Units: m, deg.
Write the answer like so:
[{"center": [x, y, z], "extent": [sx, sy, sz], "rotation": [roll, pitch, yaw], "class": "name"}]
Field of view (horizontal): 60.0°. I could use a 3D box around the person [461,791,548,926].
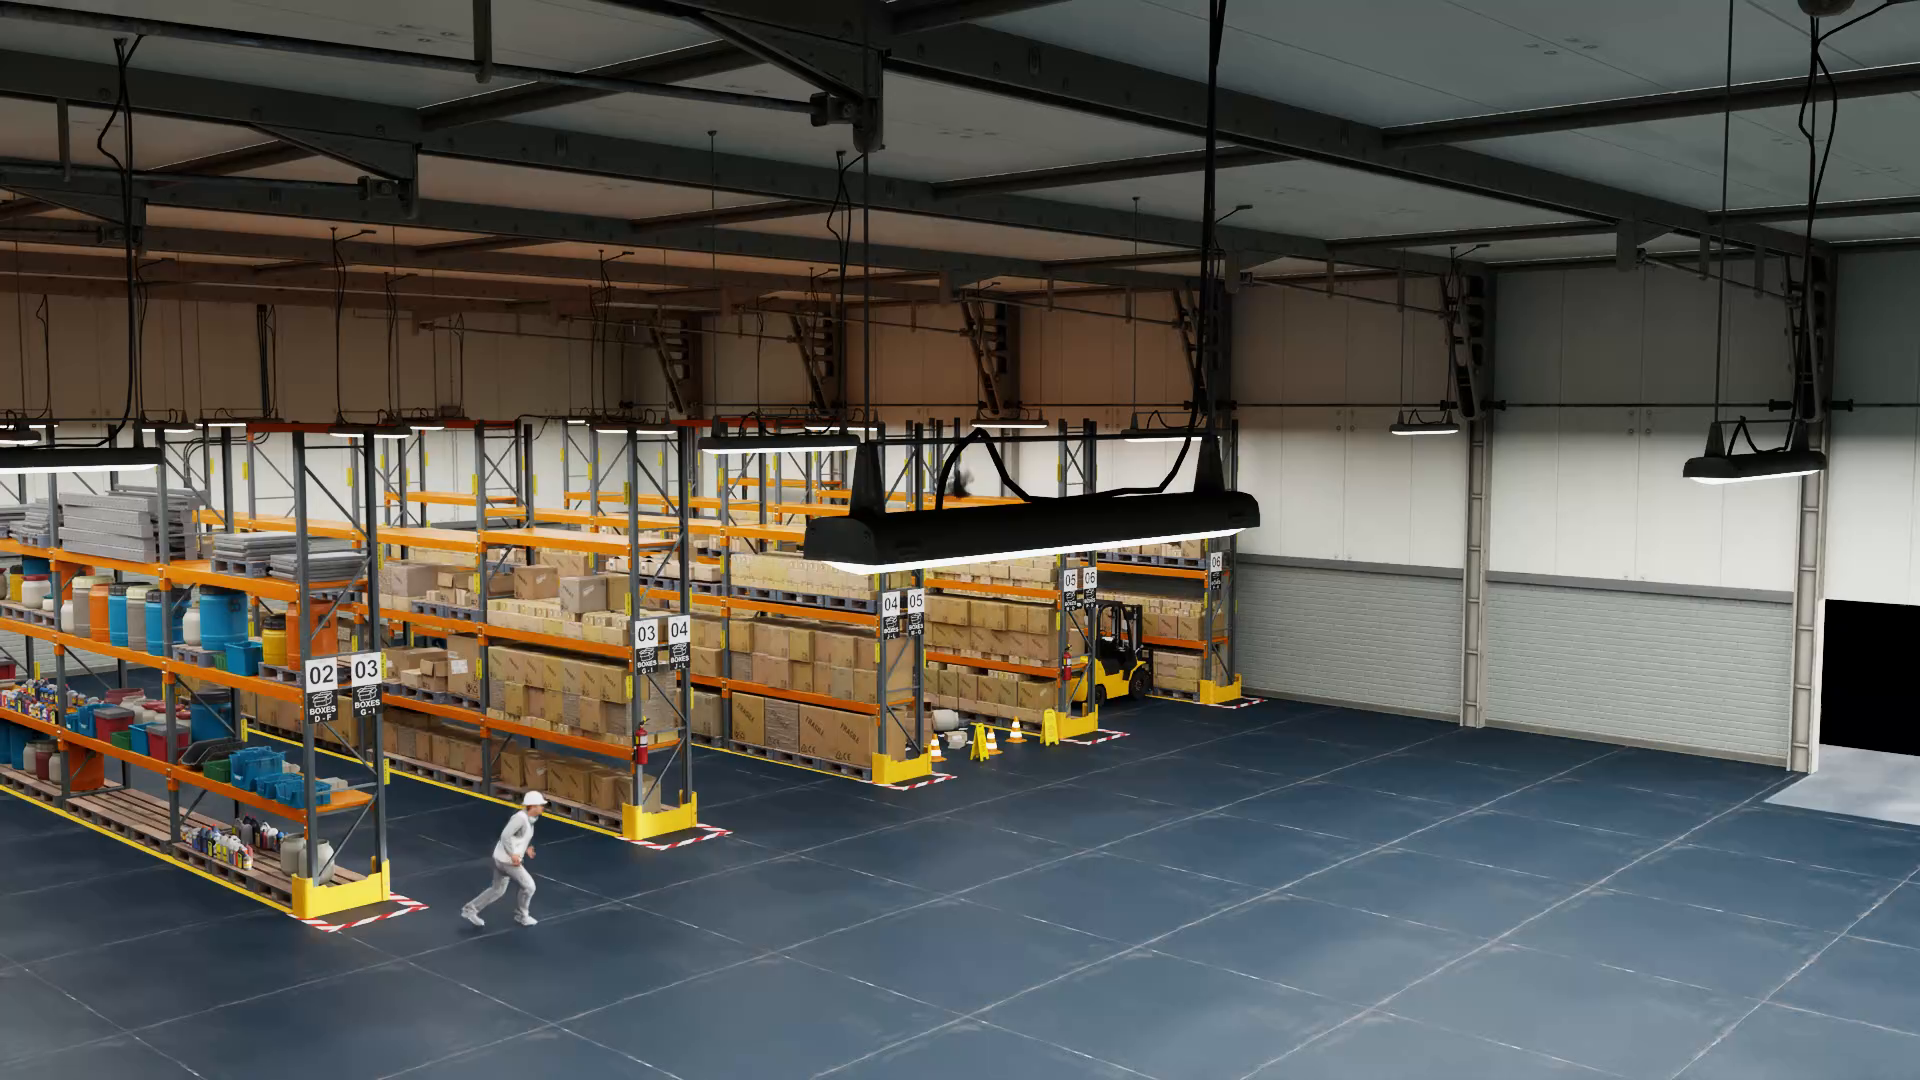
[{"center": [-5.518, 3.887, 20.154], "extent": [1.039, 1.671, 0.658], "rotation": [-1, 5, -10], "class": "person"}]
